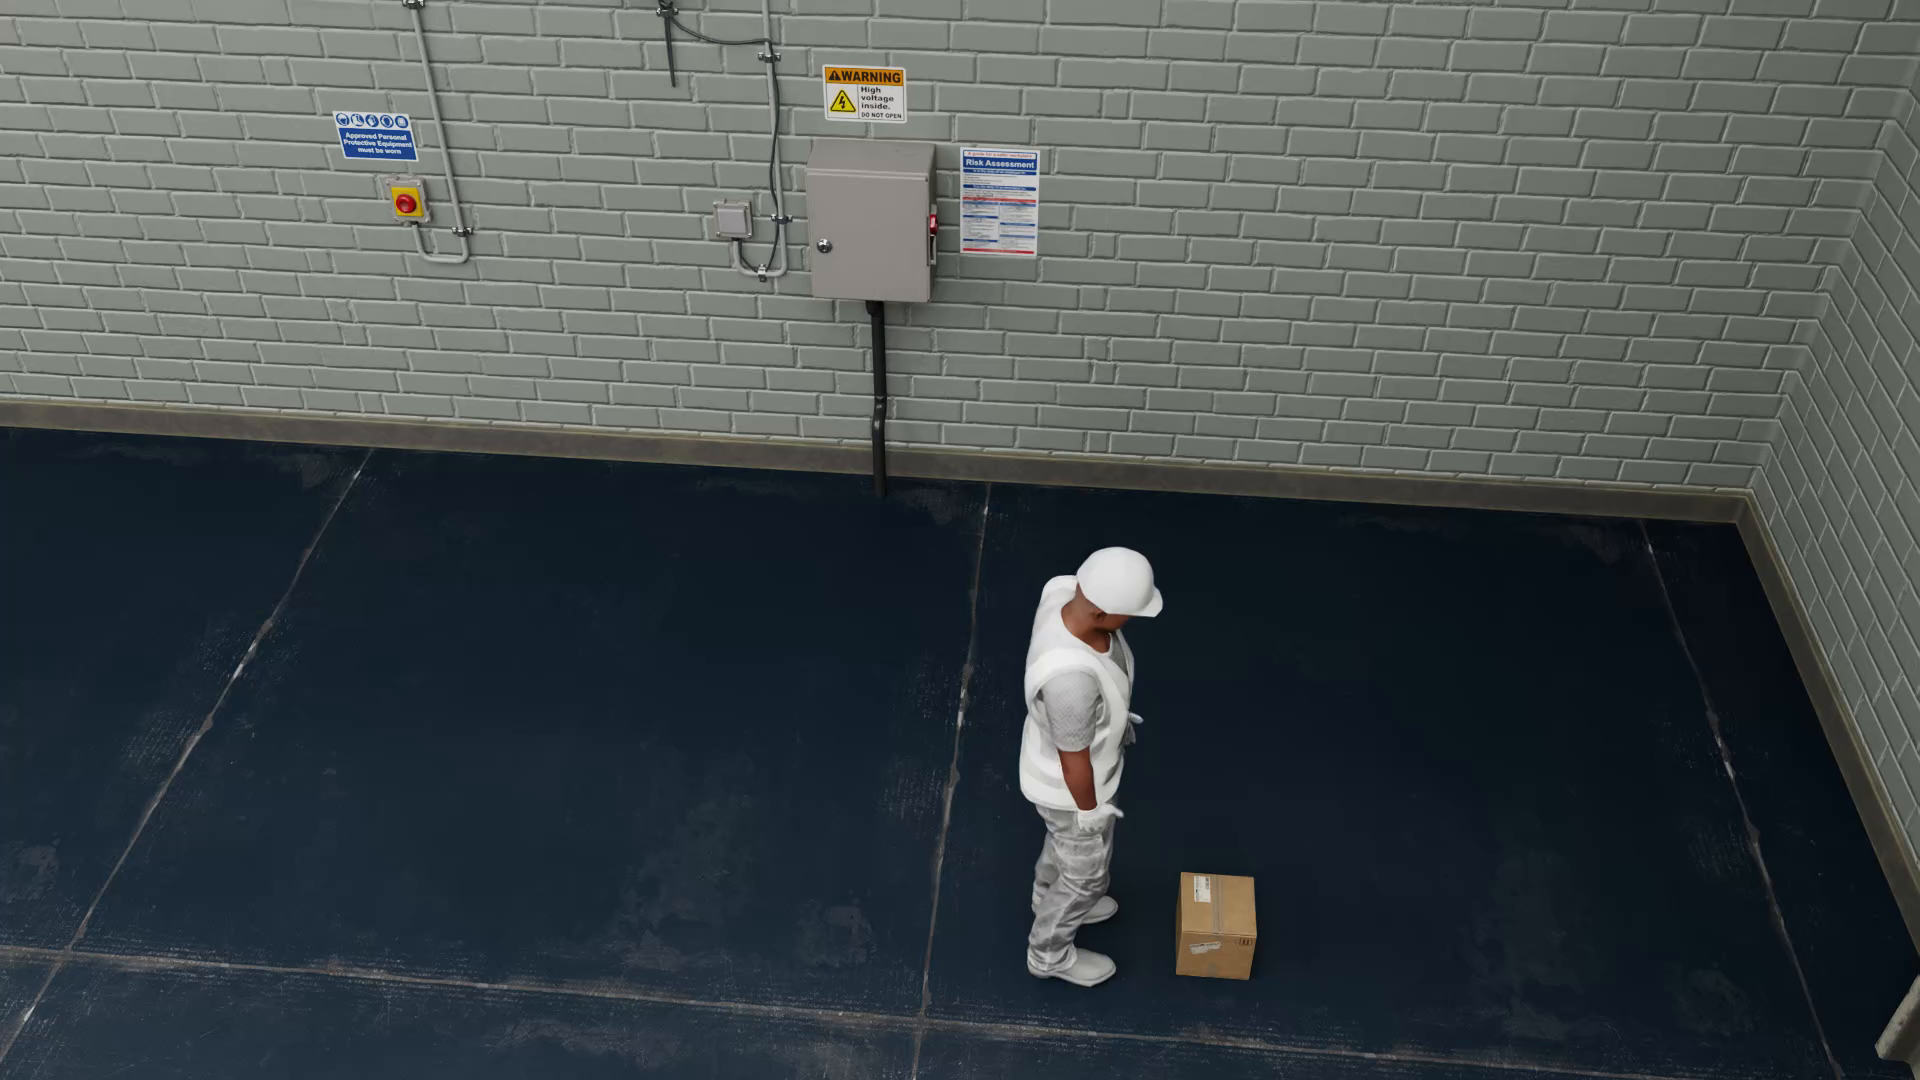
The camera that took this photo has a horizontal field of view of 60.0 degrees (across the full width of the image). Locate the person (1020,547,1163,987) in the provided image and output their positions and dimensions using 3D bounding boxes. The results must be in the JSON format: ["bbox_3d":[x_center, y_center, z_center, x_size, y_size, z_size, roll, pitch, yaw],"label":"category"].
[{"bbox_3d":[0.392,0.709,5.306,0.401,1.759,0.559,4,40,5],"label":"person"}]
